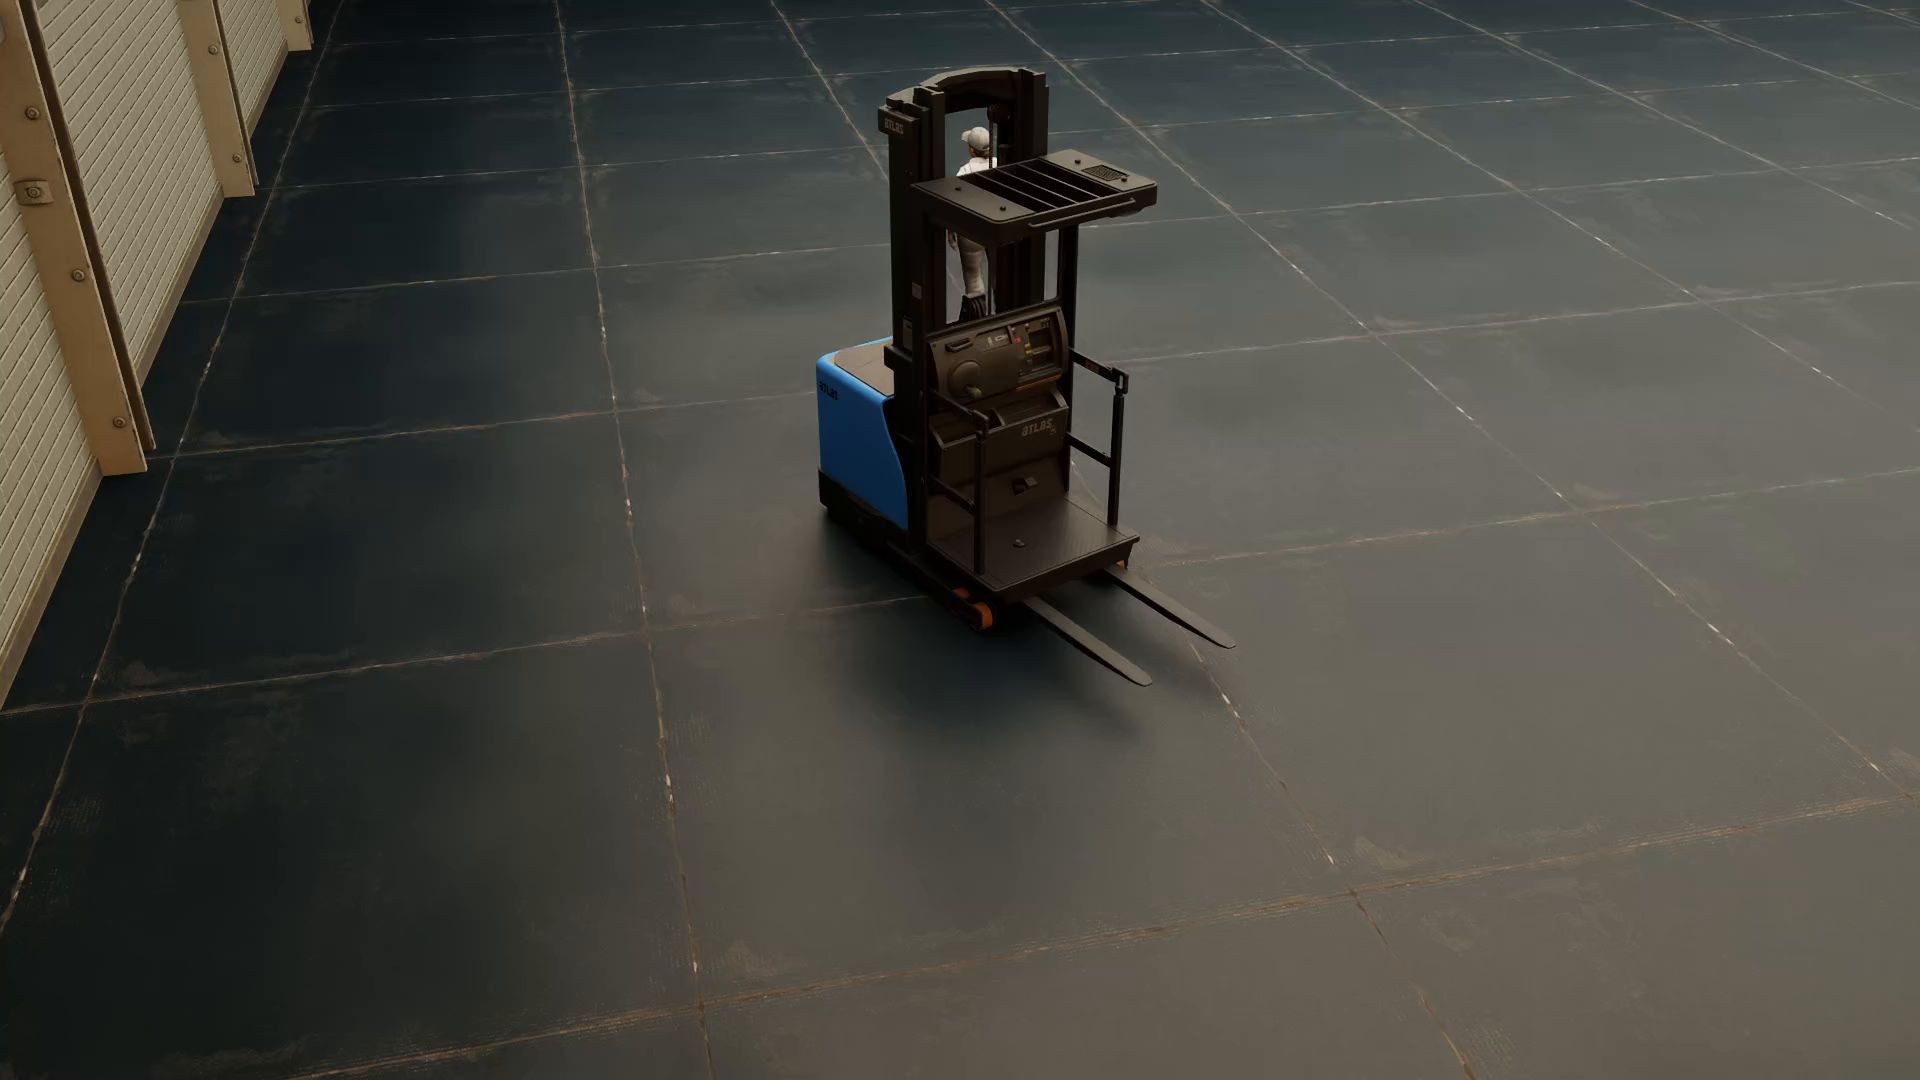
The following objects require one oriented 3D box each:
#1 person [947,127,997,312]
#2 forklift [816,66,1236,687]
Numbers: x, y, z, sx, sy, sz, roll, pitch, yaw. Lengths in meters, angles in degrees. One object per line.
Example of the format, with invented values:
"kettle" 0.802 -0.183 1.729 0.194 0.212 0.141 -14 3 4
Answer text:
"person" 0.165 -2.445 13.047 0.598 1.670 0.529 -10 31 -16
"forklift" 0.355 -1.021 9.338 1.130 2.935 3.031 -20 35 -30
